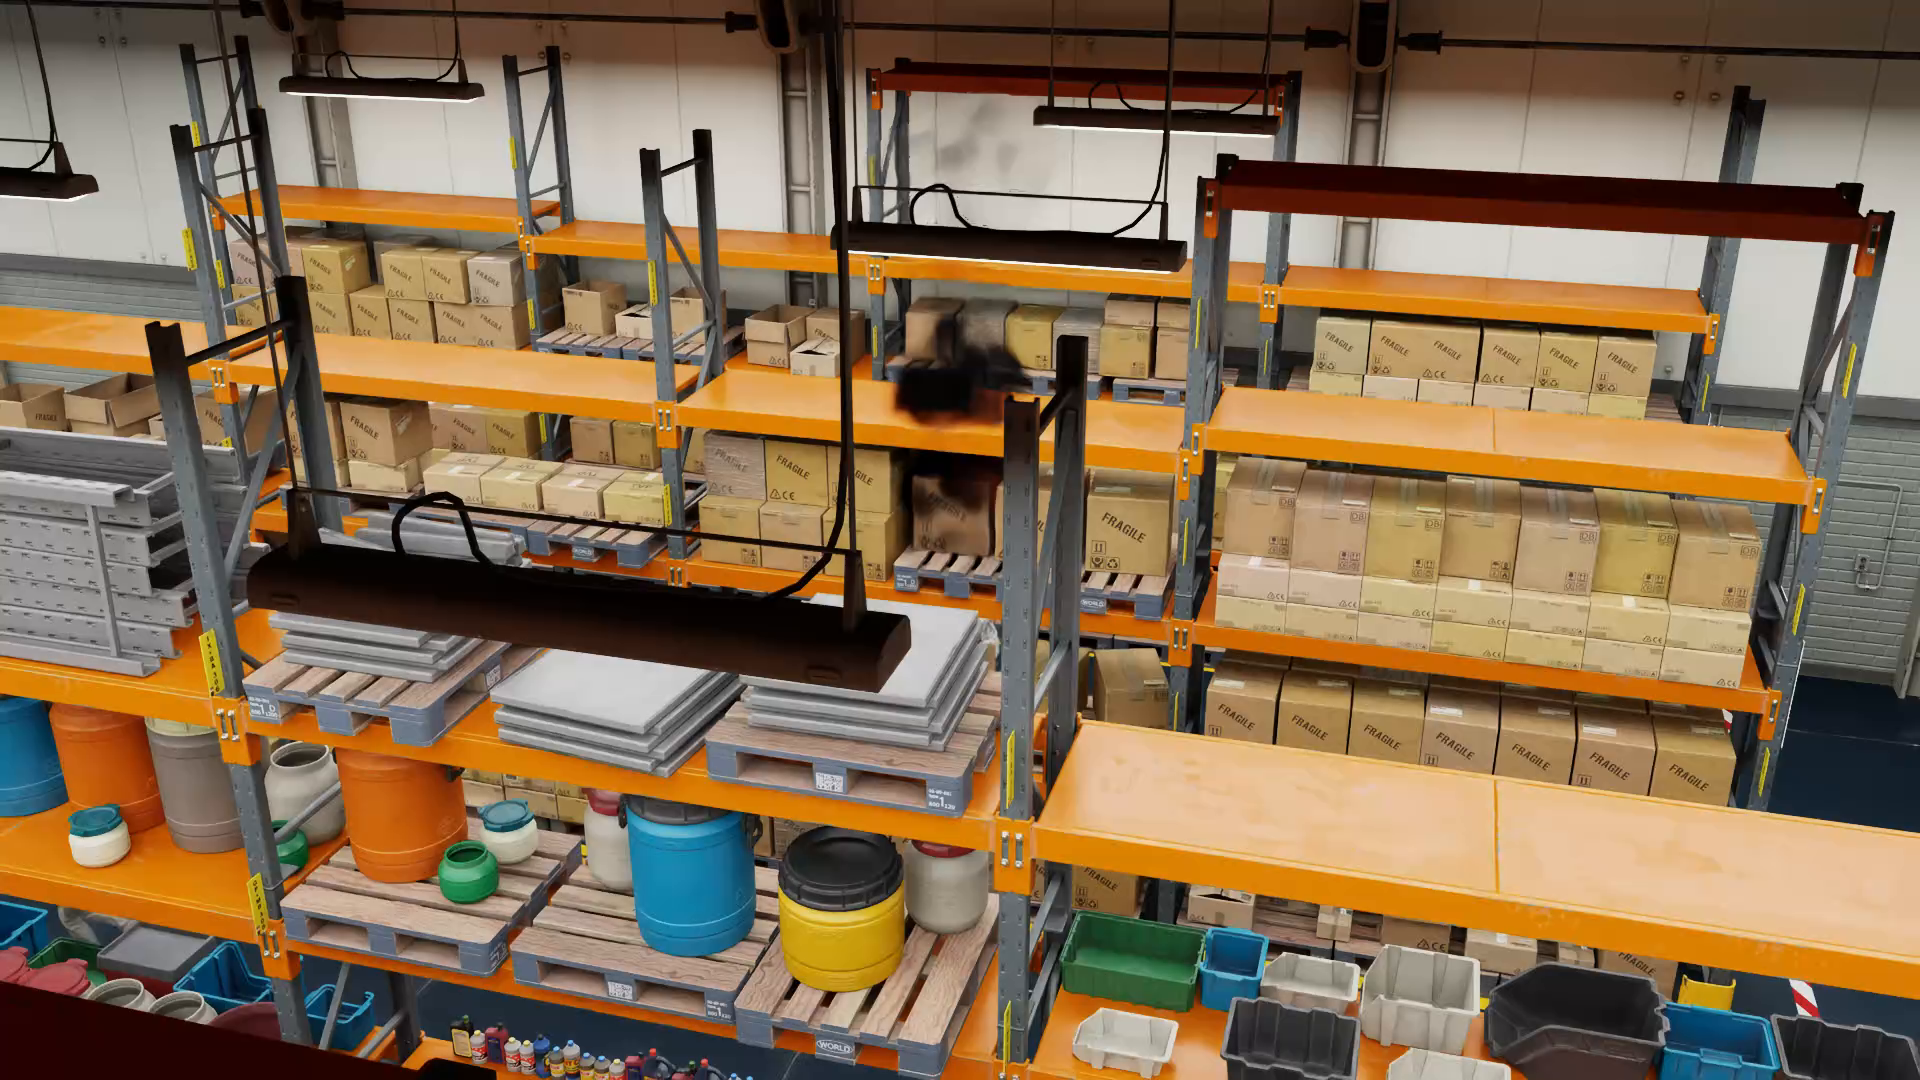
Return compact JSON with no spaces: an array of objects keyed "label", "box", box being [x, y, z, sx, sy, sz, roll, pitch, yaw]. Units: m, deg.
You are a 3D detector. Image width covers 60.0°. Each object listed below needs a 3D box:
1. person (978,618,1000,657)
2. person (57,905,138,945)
[{"label":"person","box":[0.213,1.084,15.929,0.831,1.770,0.688,6,23,15]},{"label":"person","box":[-6.563,2.551,12.525,0.588,1.670,0.625,5,23,11]}]
